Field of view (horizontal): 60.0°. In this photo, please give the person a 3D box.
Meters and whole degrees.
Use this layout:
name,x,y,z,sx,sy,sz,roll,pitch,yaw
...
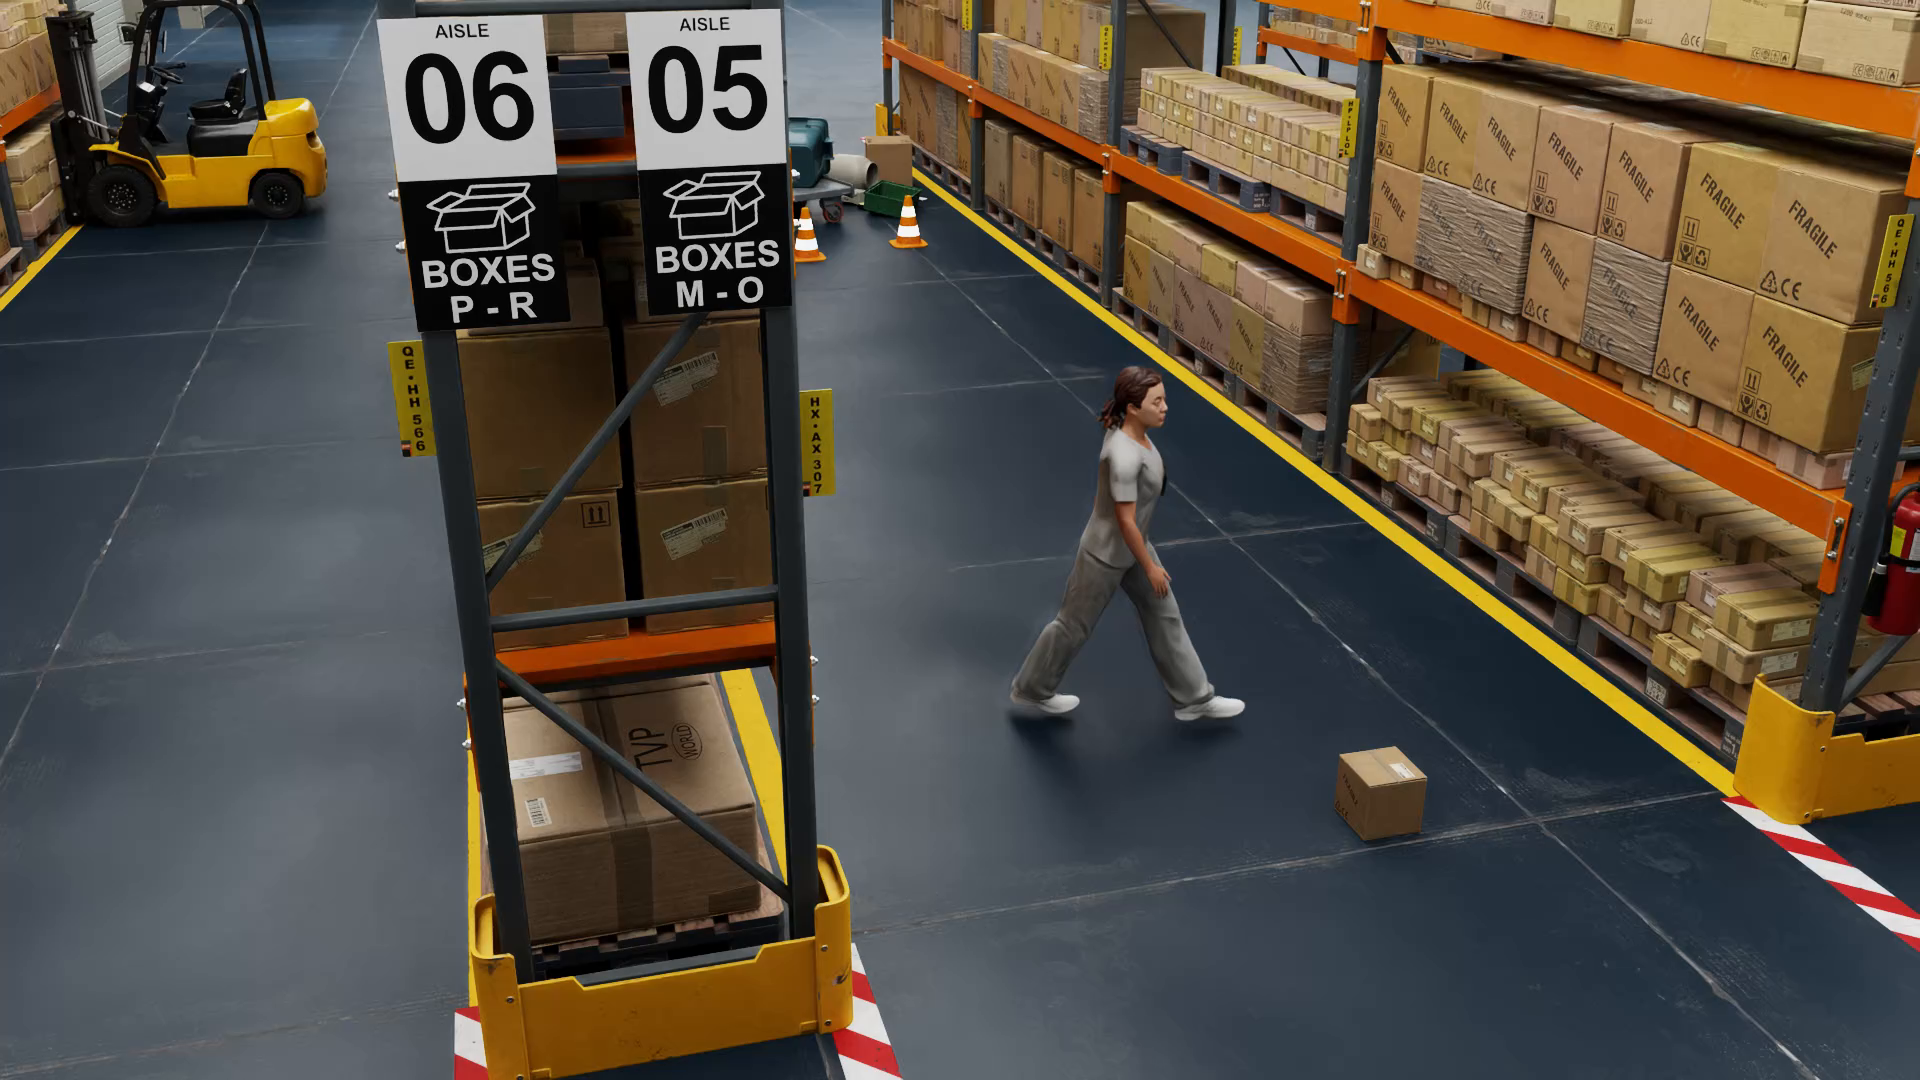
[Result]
name,x,y,z,sx,sy,sz,roll,pitch,yaw
person,0.714,0.044,6.978,1.013,1.606,0.474,8,24,17
